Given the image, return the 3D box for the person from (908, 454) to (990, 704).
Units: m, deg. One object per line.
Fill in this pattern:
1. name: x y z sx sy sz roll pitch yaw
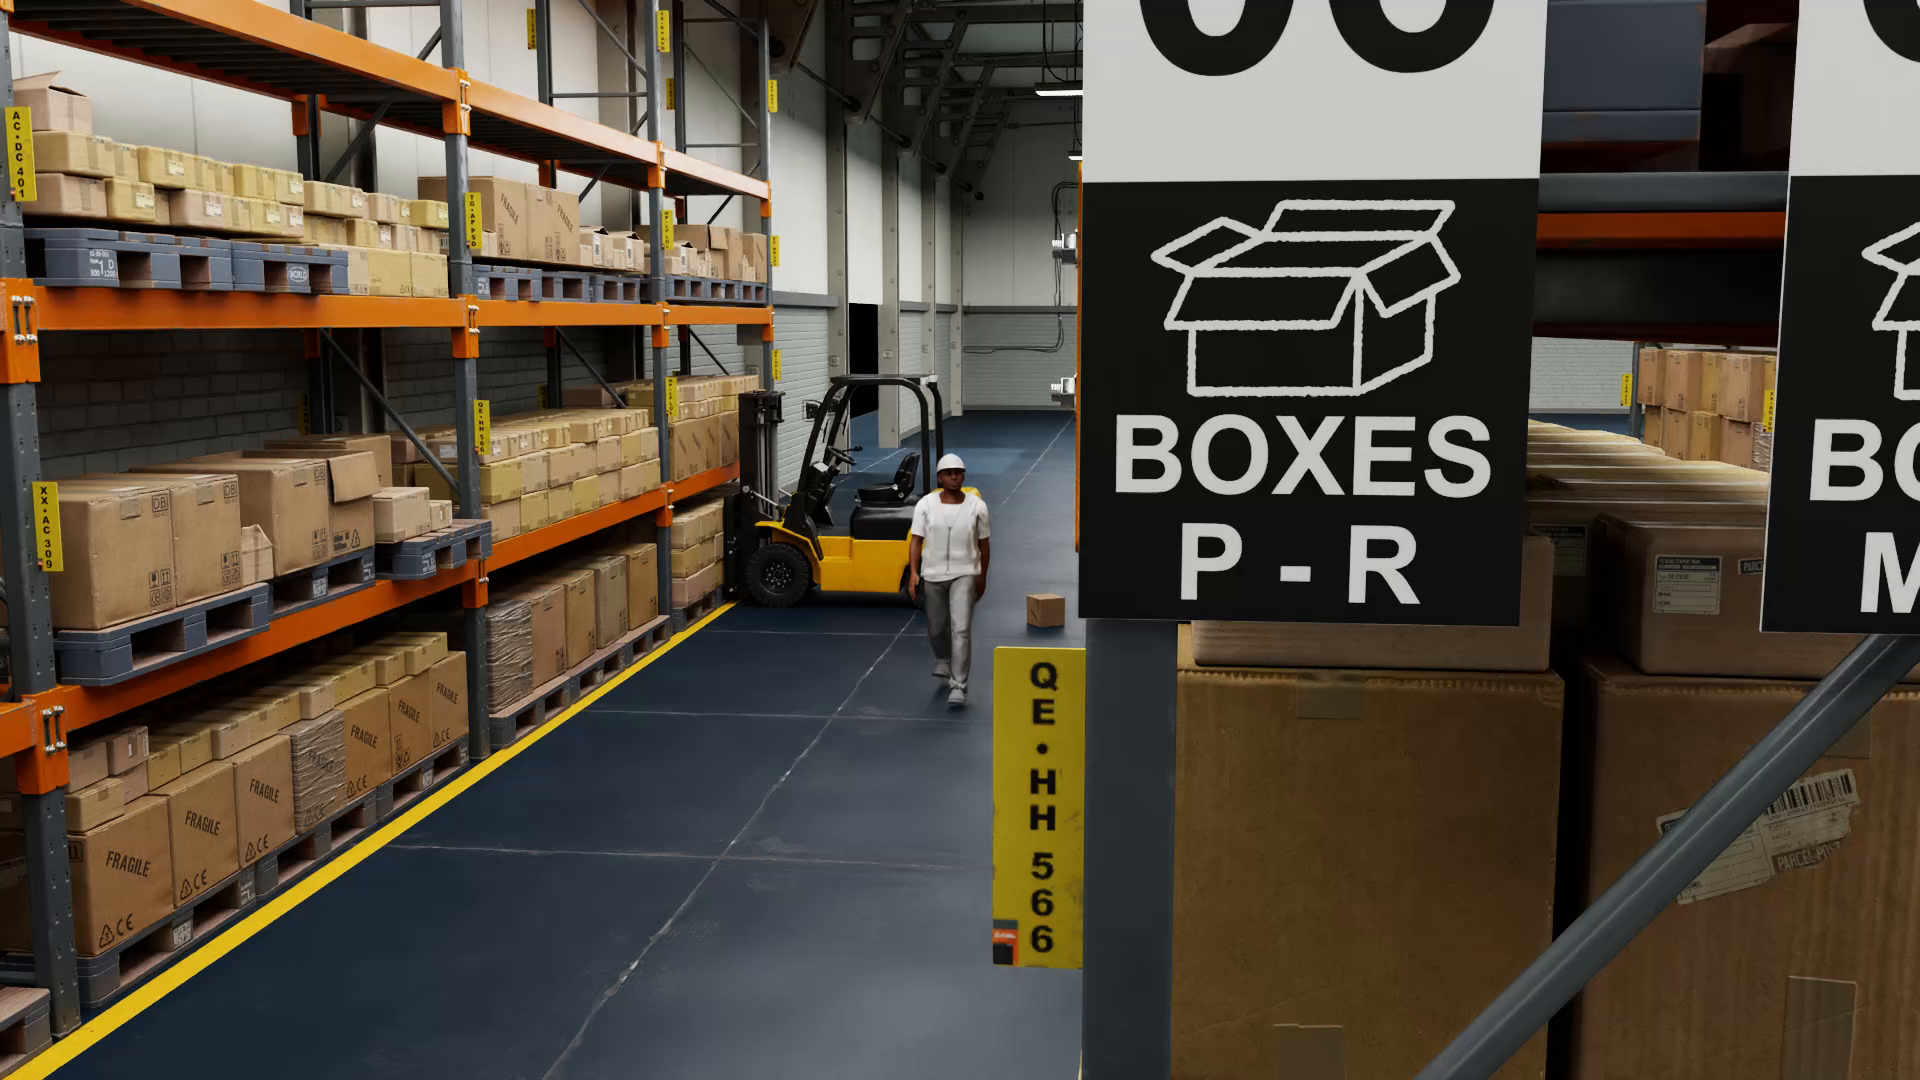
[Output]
1. person: -0.078 0.252 11.803 0.560 1.724 0.993 1 8 7
